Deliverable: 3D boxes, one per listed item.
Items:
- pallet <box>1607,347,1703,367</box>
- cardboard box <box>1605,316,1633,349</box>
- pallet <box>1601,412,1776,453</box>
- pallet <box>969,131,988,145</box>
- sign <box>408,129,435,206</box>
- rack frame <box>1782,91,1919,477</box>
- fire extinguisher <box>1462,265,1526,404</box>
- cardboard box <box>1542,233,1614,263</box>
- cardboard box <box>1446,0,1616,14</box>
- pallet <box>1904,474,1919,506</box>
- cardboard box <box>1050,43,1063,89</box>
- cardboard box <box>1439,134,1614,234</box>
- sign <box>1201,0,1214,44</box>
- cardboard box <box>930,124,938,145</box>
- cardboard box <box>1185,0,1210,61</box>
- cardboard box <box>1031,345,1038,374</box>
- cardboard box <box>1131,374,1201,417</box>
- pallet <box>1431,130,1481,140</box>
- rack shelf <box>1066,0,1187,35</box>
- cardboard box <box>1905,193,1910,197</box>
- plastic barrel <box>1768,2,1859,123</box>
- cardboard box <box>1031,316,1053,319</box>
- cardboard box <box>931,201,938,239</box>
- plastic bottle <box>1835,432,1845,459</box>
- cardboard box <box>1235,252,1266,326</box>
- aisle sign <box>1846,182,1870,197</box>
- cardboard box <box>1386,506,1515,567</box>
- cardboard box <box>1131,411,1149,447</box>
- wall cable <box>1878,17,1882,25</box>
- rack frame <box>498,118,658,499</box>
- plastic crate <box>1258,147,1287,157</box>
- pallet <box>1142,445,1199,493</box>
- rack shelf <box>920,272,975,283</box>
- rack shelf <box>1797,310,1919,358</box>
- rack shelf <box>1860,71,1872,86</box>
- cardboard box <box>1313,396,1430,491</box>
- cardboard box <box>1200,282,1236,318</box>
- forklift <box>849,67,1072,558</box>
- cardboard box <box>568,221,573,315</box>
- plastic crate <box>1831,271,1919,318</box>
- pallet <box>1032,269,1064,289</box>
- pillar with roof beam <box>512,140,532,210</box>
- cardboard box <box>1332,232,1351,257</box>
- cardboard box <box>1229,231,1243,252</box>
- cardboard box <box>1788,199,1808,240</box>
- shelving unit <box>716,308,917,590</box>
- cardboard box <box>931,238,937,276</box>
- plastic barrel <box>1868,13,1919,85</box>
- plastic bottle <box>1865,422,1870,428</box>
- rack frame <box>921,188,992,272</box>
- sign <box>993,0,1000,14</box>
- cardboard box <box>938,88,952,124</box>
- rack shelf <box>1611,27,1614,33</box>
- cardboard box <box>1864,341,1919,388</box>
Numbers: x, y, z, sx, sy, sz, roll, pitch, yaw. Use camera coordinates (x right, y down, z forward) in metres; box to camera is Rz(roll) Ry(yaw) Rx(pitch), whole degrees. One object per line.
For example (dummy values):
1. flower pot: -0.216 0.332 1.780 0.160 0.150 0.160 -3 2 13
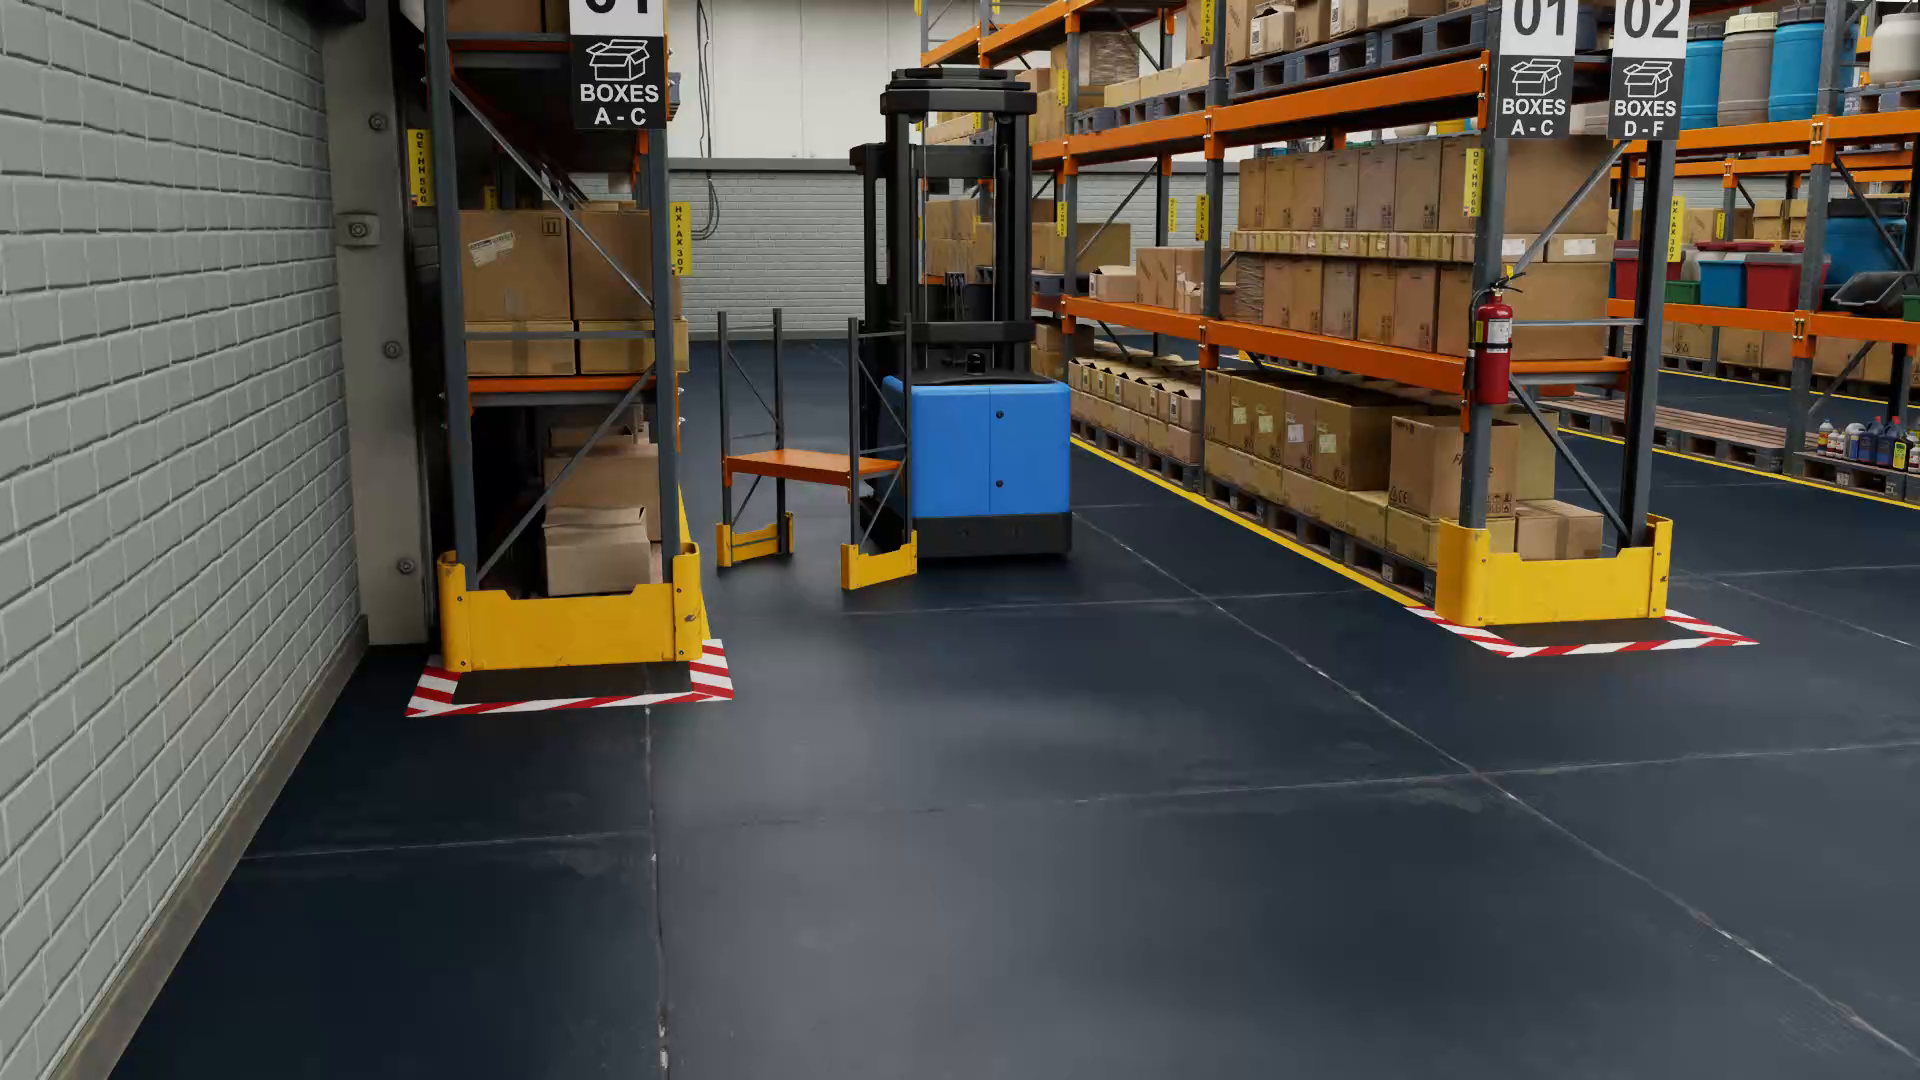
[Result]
1. pallet: 10.139 -2.648 24.044 1.003 0.211 1.213 -2 11 -11
2. cardboard box: 10.052 -3.266 24.393 0.875 0.875 0.875 -2 11 -11
3. pallet: 6.717 -1.001 15.391 1.003 0.211 1.213 -2 11 -11
4. pallet: 0.791 -4.551 19.064 1.213 0.211 1.003 -2 11 -11
5. sign: -2.340 -1.618 7.231 0.100 0.325 0.005 -2 11 -11
6. rack frame: 7.148 -2.004 13.202 1.000 3.000 0.127 -2 11 -11
7. fire extinguisher: 2.634 -1.014 8.210 0.296 0.674 0.183 -2 11 -11
8. cardboard box: 3.201 -1.538 8.755 0.380 0.149 0.250 -2 11 -11
9. cardboard box: 2.959 -2.996 8.617 0.797 0.503 0.637 -1 11 -7
10. pallet: 7.478 -0.285 11.630 1.003 0.211 1.213 -2 11 -11
11. cardboard box: 1.234 -4.839 17.135 0.500 0.500 0.500 -2 11 -11
12. cardboard box: 2.978 -1.873 8.778 0.700 0.500 0.500 -2 11 -11
13. sign: 1.758 -3.685 11.788 0.100 0.325 0.005 -2 11 -11
14. cardboard box: -0.111 -5.475 22.482 0.500 0.250 0.500 -2 11 -11
15. cardboard box: 2.074 -4.017 13.030 0.500 0.500 0.500 -1 11 -6
16. cardboard box: 0.998 -1.804 17.662 0.500 0.500 0.500 -3 11 -13
17. cardboard box: 1.726 -1.206 13.742 0.500 0.311 0.500 -2 11 -11
18. pallet: 6.064 -4.504 18.820 1.003 0.211 1.213 -2 11 -11
19. rack shelf: 1.900 -4.588 13.731 1.077 0.370 4.000 -2 11 -11
20. cardboard box: 14.568 -4.953 24.958 0.500 0.500 0.500 -2 11 -12
21. plastic barrel: 6.836 -3.809 13.324 0.600 0.901 0.708 -2 11 -11
22. cardboard box: 0.782 -2.367 18.615 0.500 0.250 0.500 -2 11 -11
23. cardboard box: -0.109 -4.379 22.740 0.500 0.500 0.500 -2 11 -10
24. plastic bottle: 6.820 -0.734 12.836 0.097 0.201 0.097 0 11 0
25. cardboard box: 2.381 -1.792 11.824 0.700 0.500 0.500 -2 11 -12
26. aisle sign: 14.249 -5.826 26.332 0.394 0.787 0.004 -2 11 -11
27. cardboard box: 2.672 -0.034 9.083 0.500 0.250 0.500 -2 11 -11
28. cardboard box: 1.727 -0.932 13.802 0.500 0.250 0.500 -2 11 -10
29. wall cable: 18.011 -8.725 32.472 0.463 3.000 0.029 -2 11 -11
30. rack frame: -2.570 -1.644 11.310 1.000 3.000 0.127 -2 11 -11
31. plastic crate: 4.616 -5.533 24.073 0.497 0.269 0.590 -2 11 -11
32. pallet: 2.107 -0.588 13.223 1.003 0.211 1.213 -2 11 -11
33. rack shelf: 0.344 -3.305 21.963 1.077 0.370 4.000 -2 11 -11
34. rack shelf: 7.537 -1.284 11.343 1.077 0.370 4.000 -2 11 -11
35. rack shelf: 14.946 -6.772 24.142 1.077 0.370 4.000 -2 11 -11
36. cardboard box: 2.461 -0.585 9.974 0.500 0.500 0.500 -2 11 -11
37. cardboard box: 2.150 -1.839 12.740 0.500 0.250 0.500 -1 11 -7
38. forklift: -0.126 -1.555 11.029 1.130 2.935 3.031 -2 11 -11
39. cardboard box: -2.180 -1.386 8.298 0.500 0.500 0.500 -2 11 -10
40. plastic crate: 7.125 -1.873 12.680 0.767 0.338 0.504 -2 11 -11
41. pallet: 1.128 -2.820 18.005 1.003 0.211 1.213 -2 11 -11
42. pillar with roof beam: -0.888 -6.311 19.789 9.100 9.000 0.400 -2 11 -11
43. cardboard box: 2.502 -1.806 10.161 0.380 0.149 0.250 -2 11 -12
44. cardboard box: 2.151 -2.136 11.894 0.380 0.149 0.250 -2 11 -11
45. cardboard box: 10.705 -3.950 20.477 0.797 0.503 0.637 -2 11 -10
46. shelving unit: -0.848 -0.565 9.656 1.083 1.500 0.587 8 14 37
47. cardboard box: -0.112 -3.889 22.840 0.500 0.500 0.500 -2 11 -12
48. plastic barrel: 7.039 -3.653 12.420 0.421 0.512 0.421 0 11 0
49. plastic bottle: 6.974 -0.757 12.739 0.061 0.283 0.133 -2 11 -11
50. rack frame: -0.045 -4.025 23.823 1.000 3.000 0.127 -2 11 -11
51. sign: 0.503 -7.526 23.246 0.100 0.325 0.005 -2 11 -11
52. cardboard box: 0.085 -5.851 22.450 0.700 0.500 0.500 -2 11 -11
53. rack shelf: 5.981 -5.502 18.528 1.077 0.370 4.000 -2 11 -11
54. cardboard box: 11.115 -2.208 18.832 1.225 0.875 0.875 -3 11 -14
